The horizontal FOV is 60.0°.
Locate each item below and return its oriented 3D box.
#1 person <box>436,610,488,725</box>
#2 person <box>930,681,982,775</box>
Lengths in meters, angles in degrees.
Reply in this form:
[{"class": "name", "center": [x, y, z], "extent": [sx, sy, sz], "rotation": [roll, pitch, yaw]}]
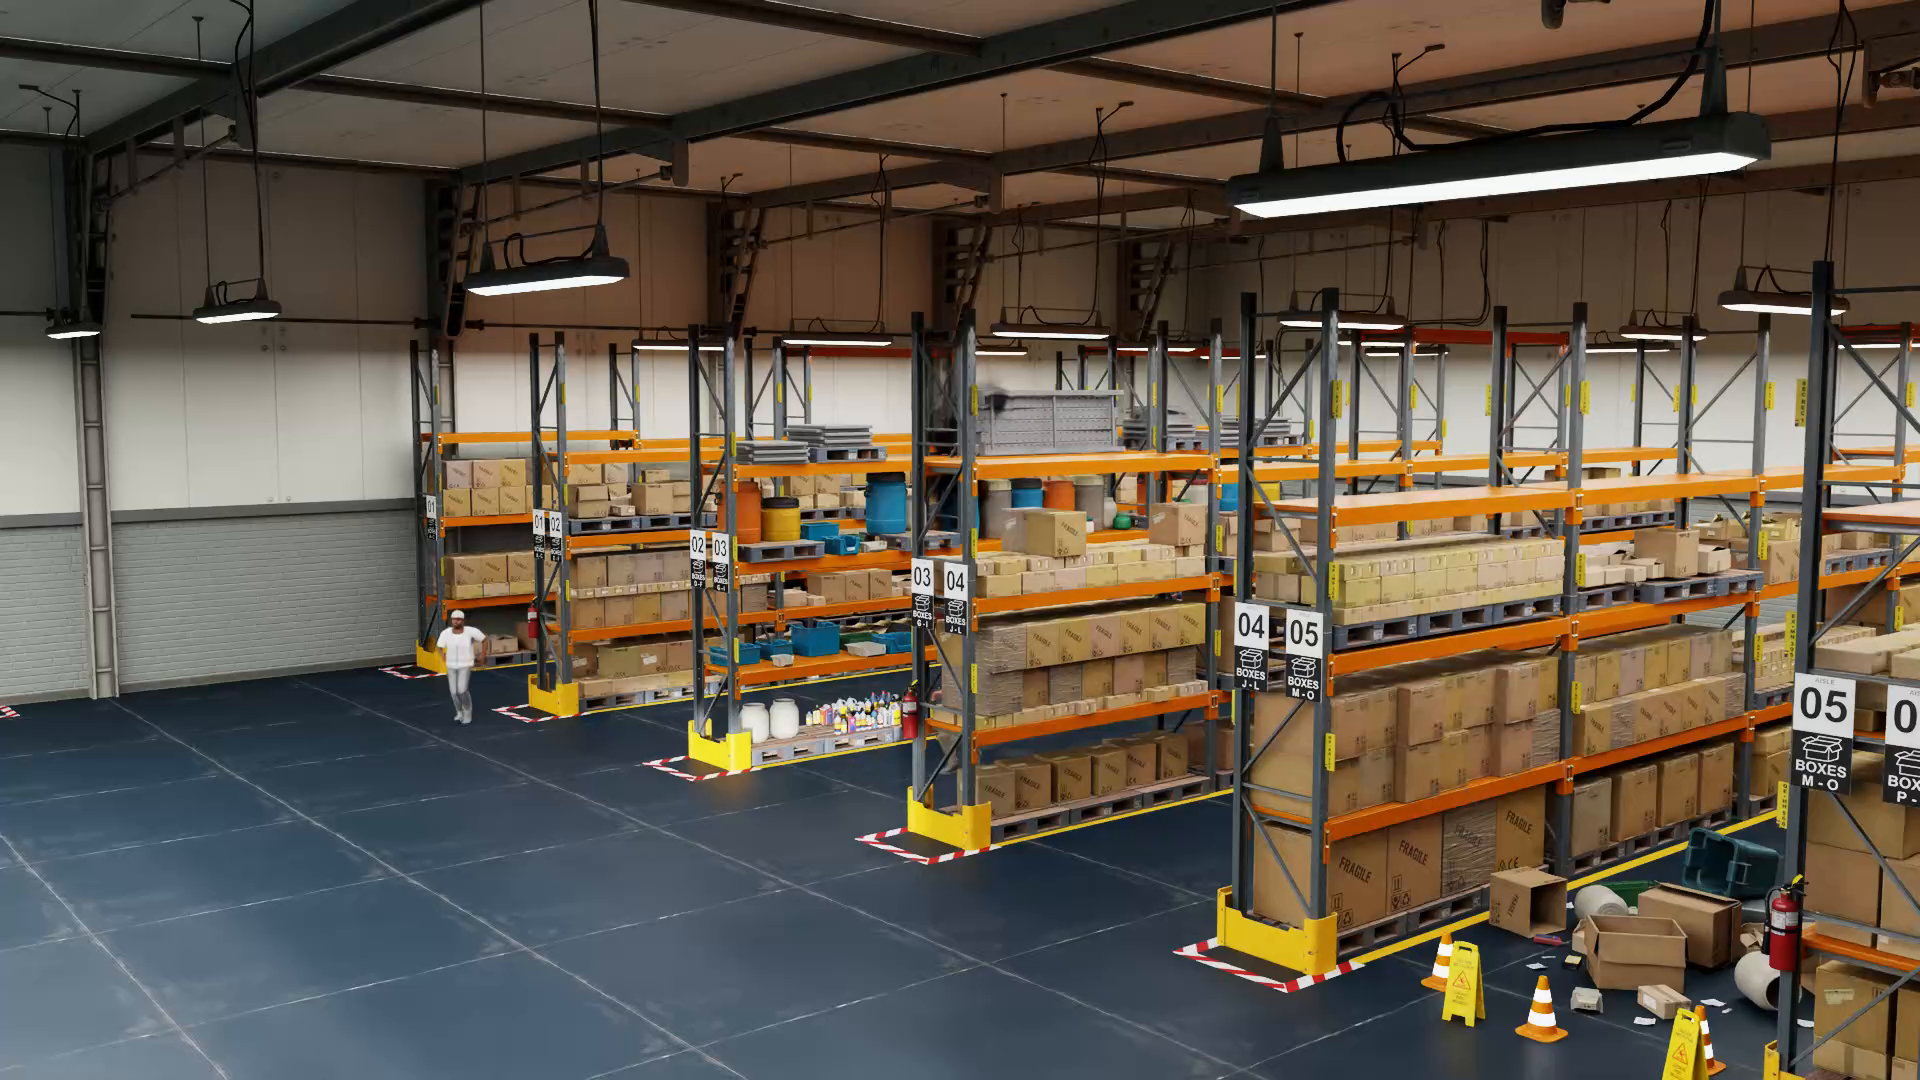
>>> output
[{"class": "person", "center": [-7.626, 1.955, 25.384], "extent": [0.726, 1.785, 0.687], "rotation": [0, 5, -1]}, {"class": "person", "center": [-0.028, 2.110, 20.926], "extent": [0.590, 1.712, 0.664], "rotation": [-5, 7, -41]}]
